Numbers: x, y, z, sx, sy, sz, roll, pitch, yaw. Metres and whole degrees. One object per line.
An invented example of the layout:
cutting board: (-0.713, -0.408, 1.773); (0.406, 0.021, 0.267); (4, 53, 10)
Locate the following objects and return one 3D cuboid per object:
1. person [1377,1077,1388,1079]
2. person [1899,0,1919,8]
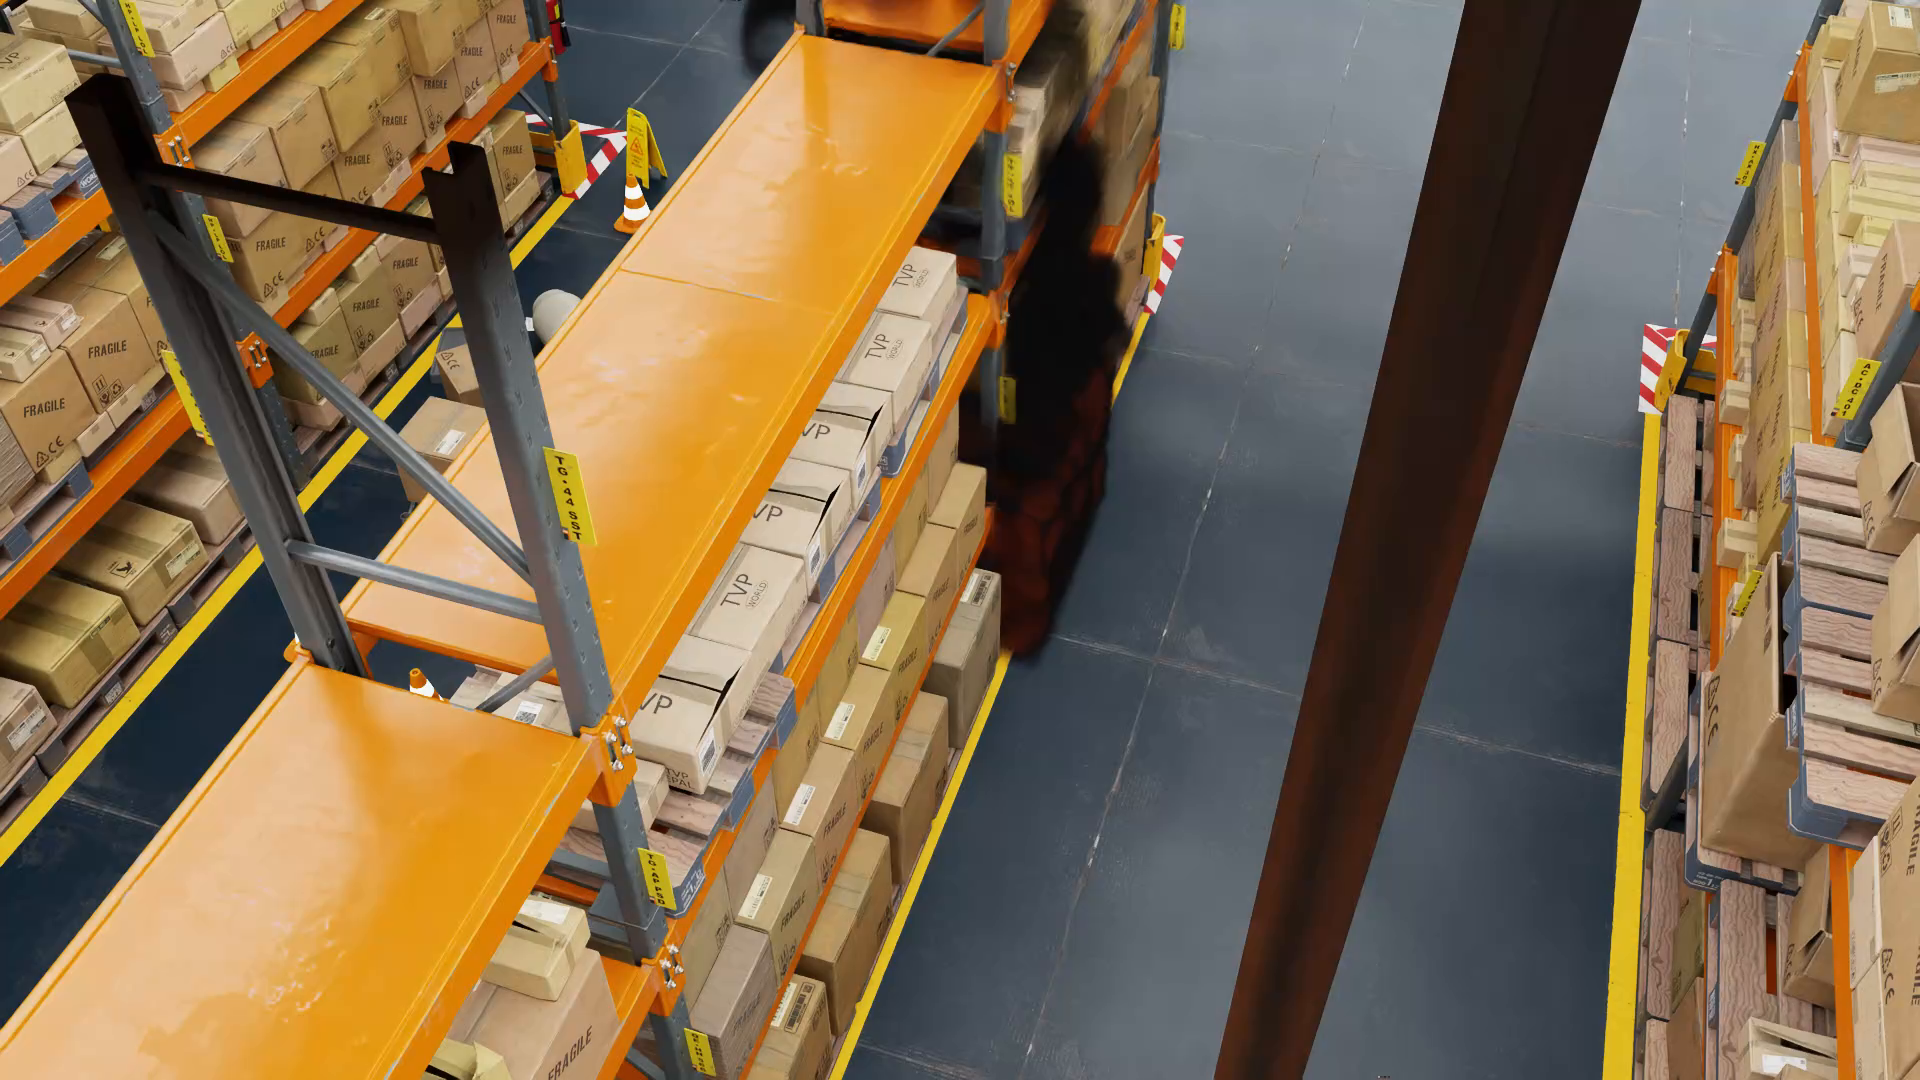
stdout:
person: (1.676, 2.724, 7.067); (0.543, 1.588, 0.572); (10, 46, 10)
person: (8.598, -4.859, 14.658); (0.581, 1.740, 0.652); (28, 52, 24)
